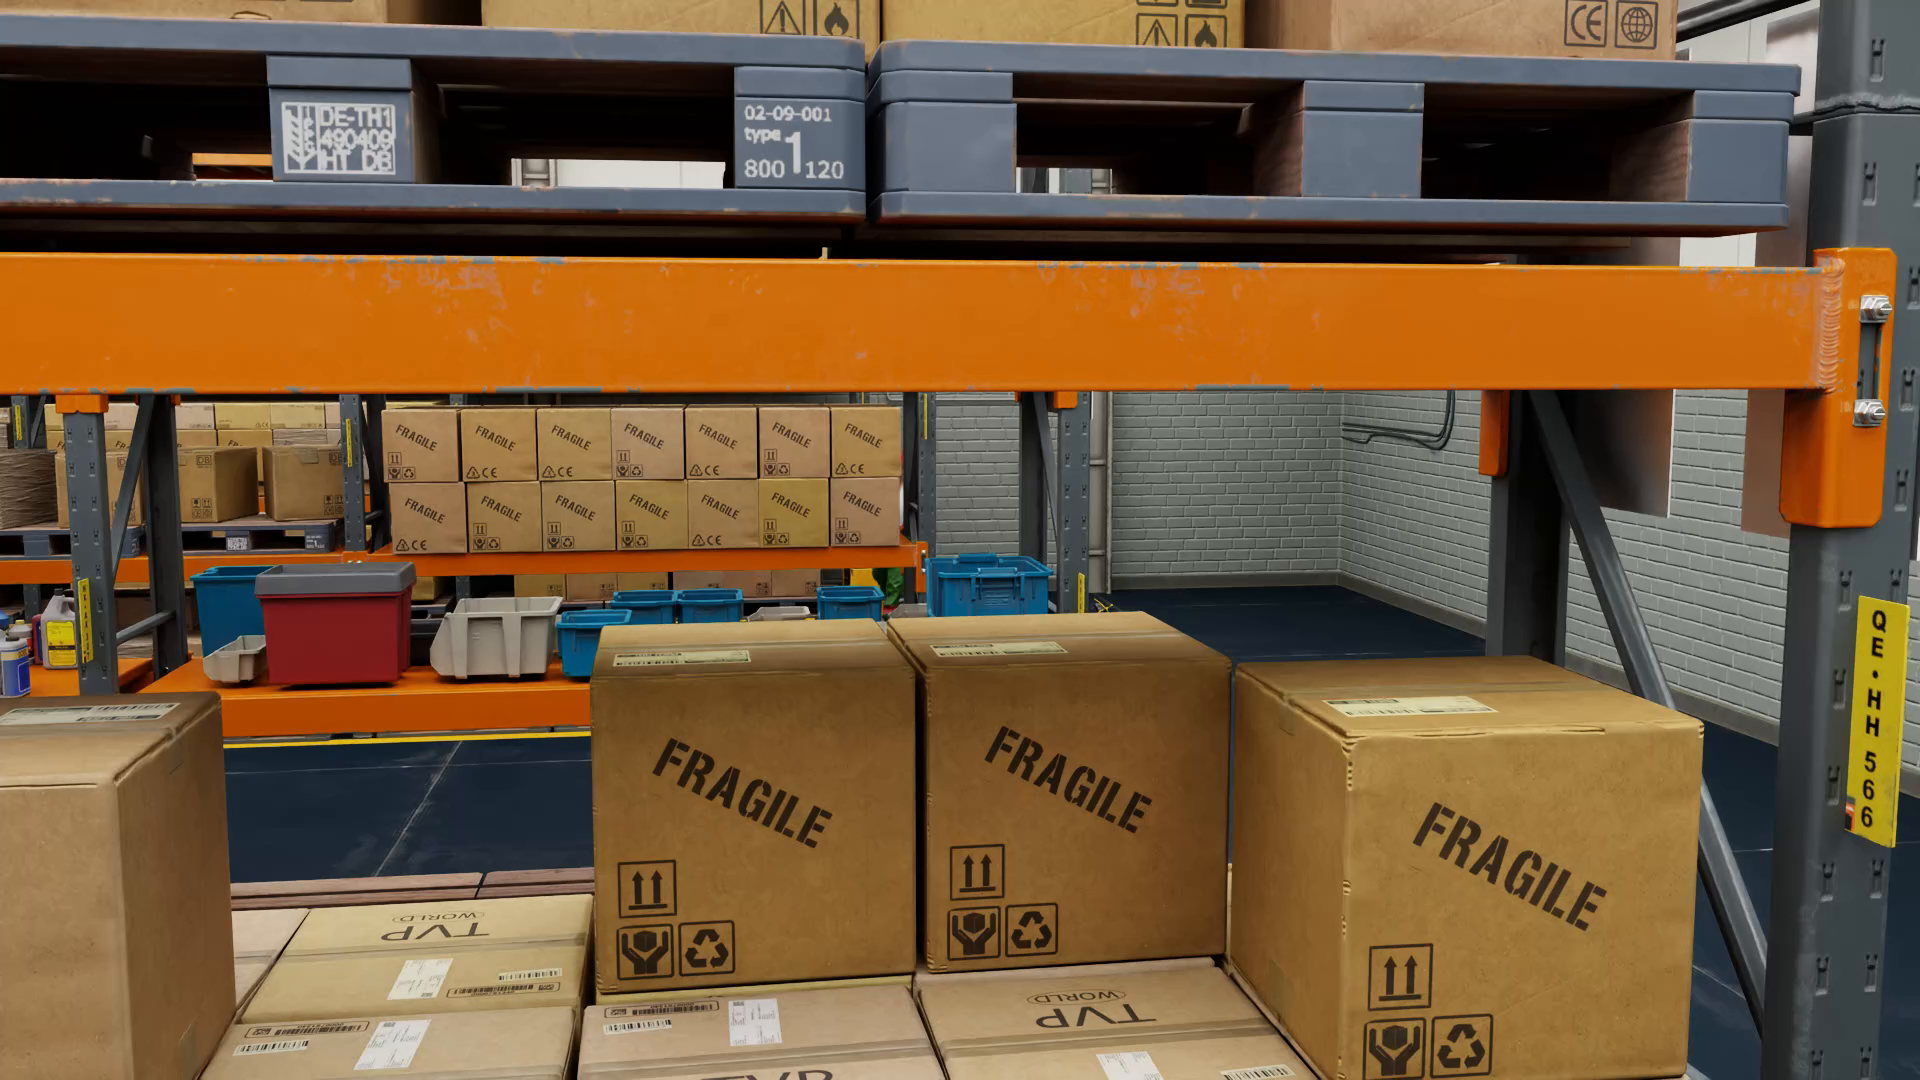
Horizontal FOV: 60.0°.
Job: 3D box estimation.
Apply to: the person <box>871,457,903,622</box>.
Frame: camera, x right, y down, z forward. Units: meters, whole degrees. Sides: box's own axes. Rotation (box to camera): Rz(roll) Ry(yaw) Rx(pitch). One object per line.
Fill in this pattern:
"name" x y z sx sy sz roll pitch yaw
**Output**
"person" -0.679 0.078 15.400 0.585 1.745 0.939 1 7 11
